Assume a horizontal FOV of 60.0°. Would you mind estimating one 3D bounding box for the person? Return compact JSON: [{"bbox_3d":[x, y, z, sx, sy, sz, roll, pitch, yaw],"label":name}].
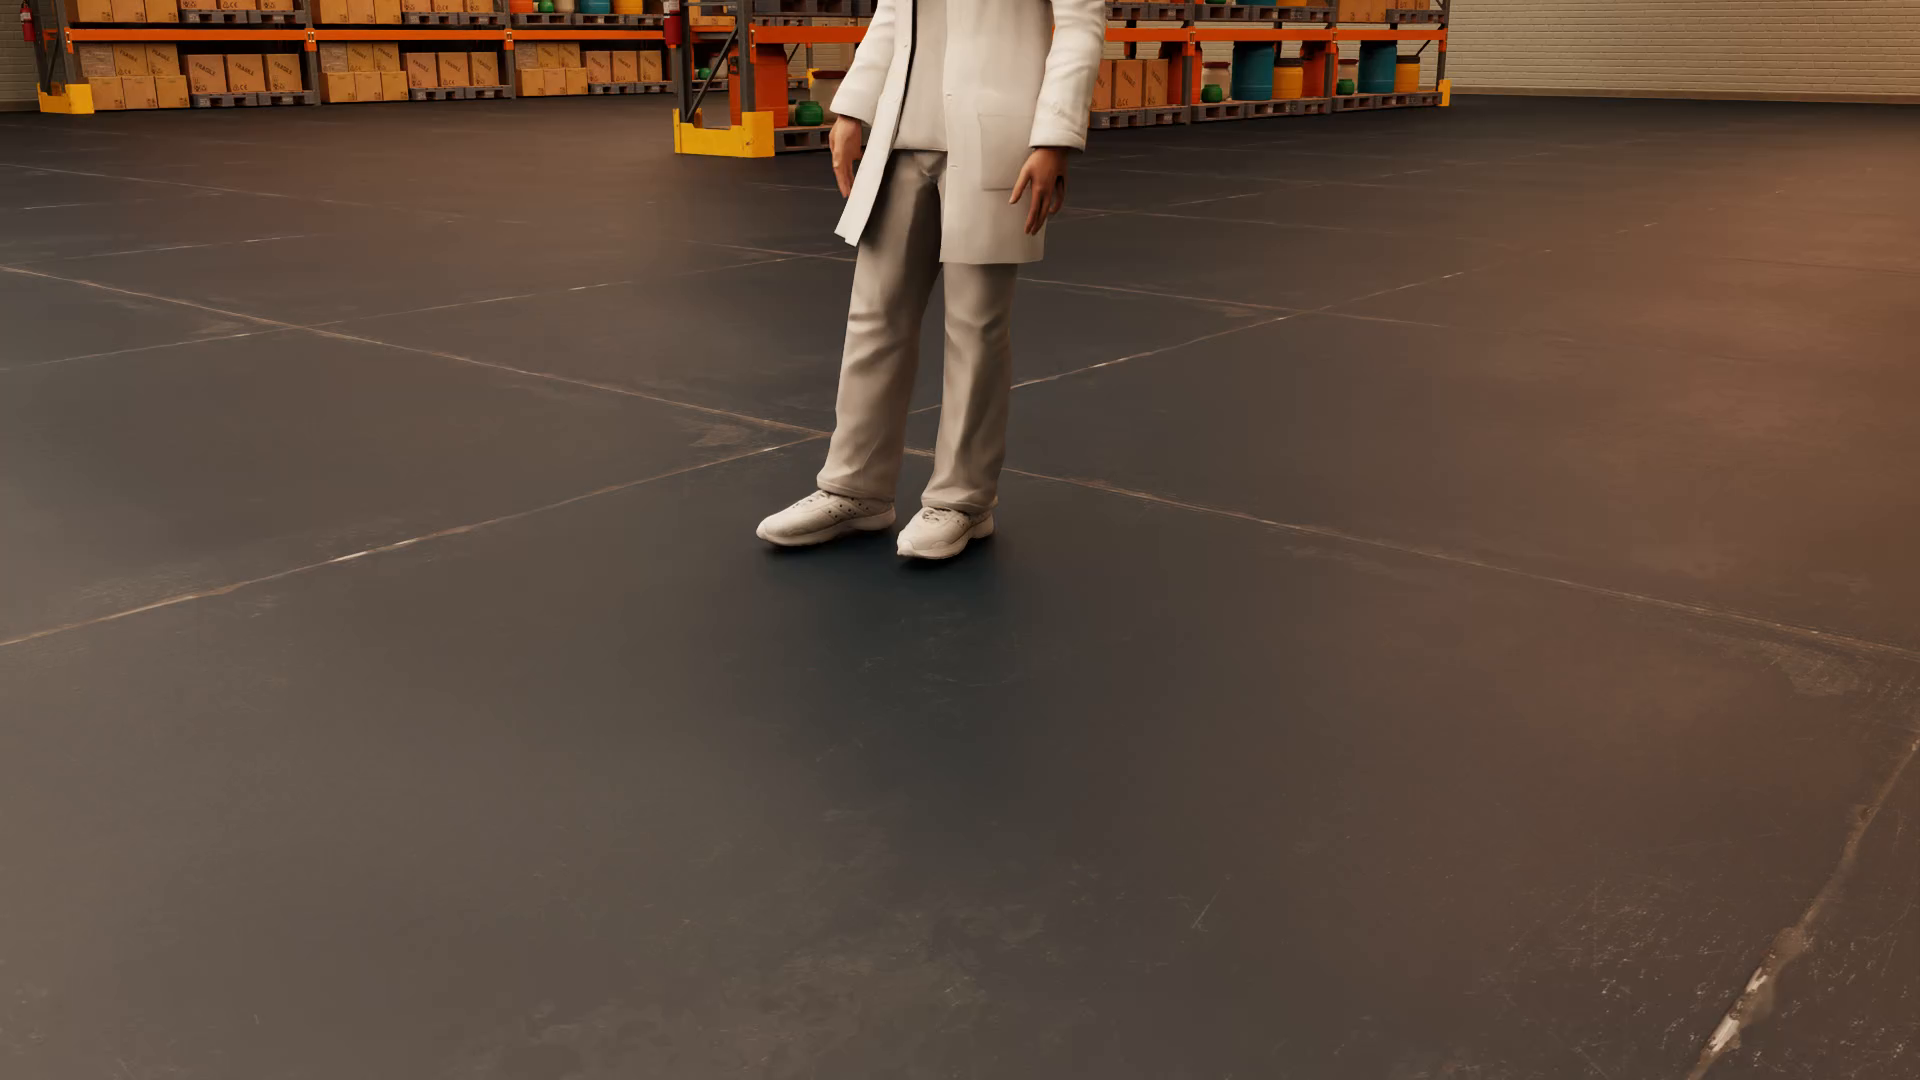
[{"bbox_3d":[-0.061,-0.838,3.616,0.698,1.777,0.578,13,21,37],"label":"person"}]
